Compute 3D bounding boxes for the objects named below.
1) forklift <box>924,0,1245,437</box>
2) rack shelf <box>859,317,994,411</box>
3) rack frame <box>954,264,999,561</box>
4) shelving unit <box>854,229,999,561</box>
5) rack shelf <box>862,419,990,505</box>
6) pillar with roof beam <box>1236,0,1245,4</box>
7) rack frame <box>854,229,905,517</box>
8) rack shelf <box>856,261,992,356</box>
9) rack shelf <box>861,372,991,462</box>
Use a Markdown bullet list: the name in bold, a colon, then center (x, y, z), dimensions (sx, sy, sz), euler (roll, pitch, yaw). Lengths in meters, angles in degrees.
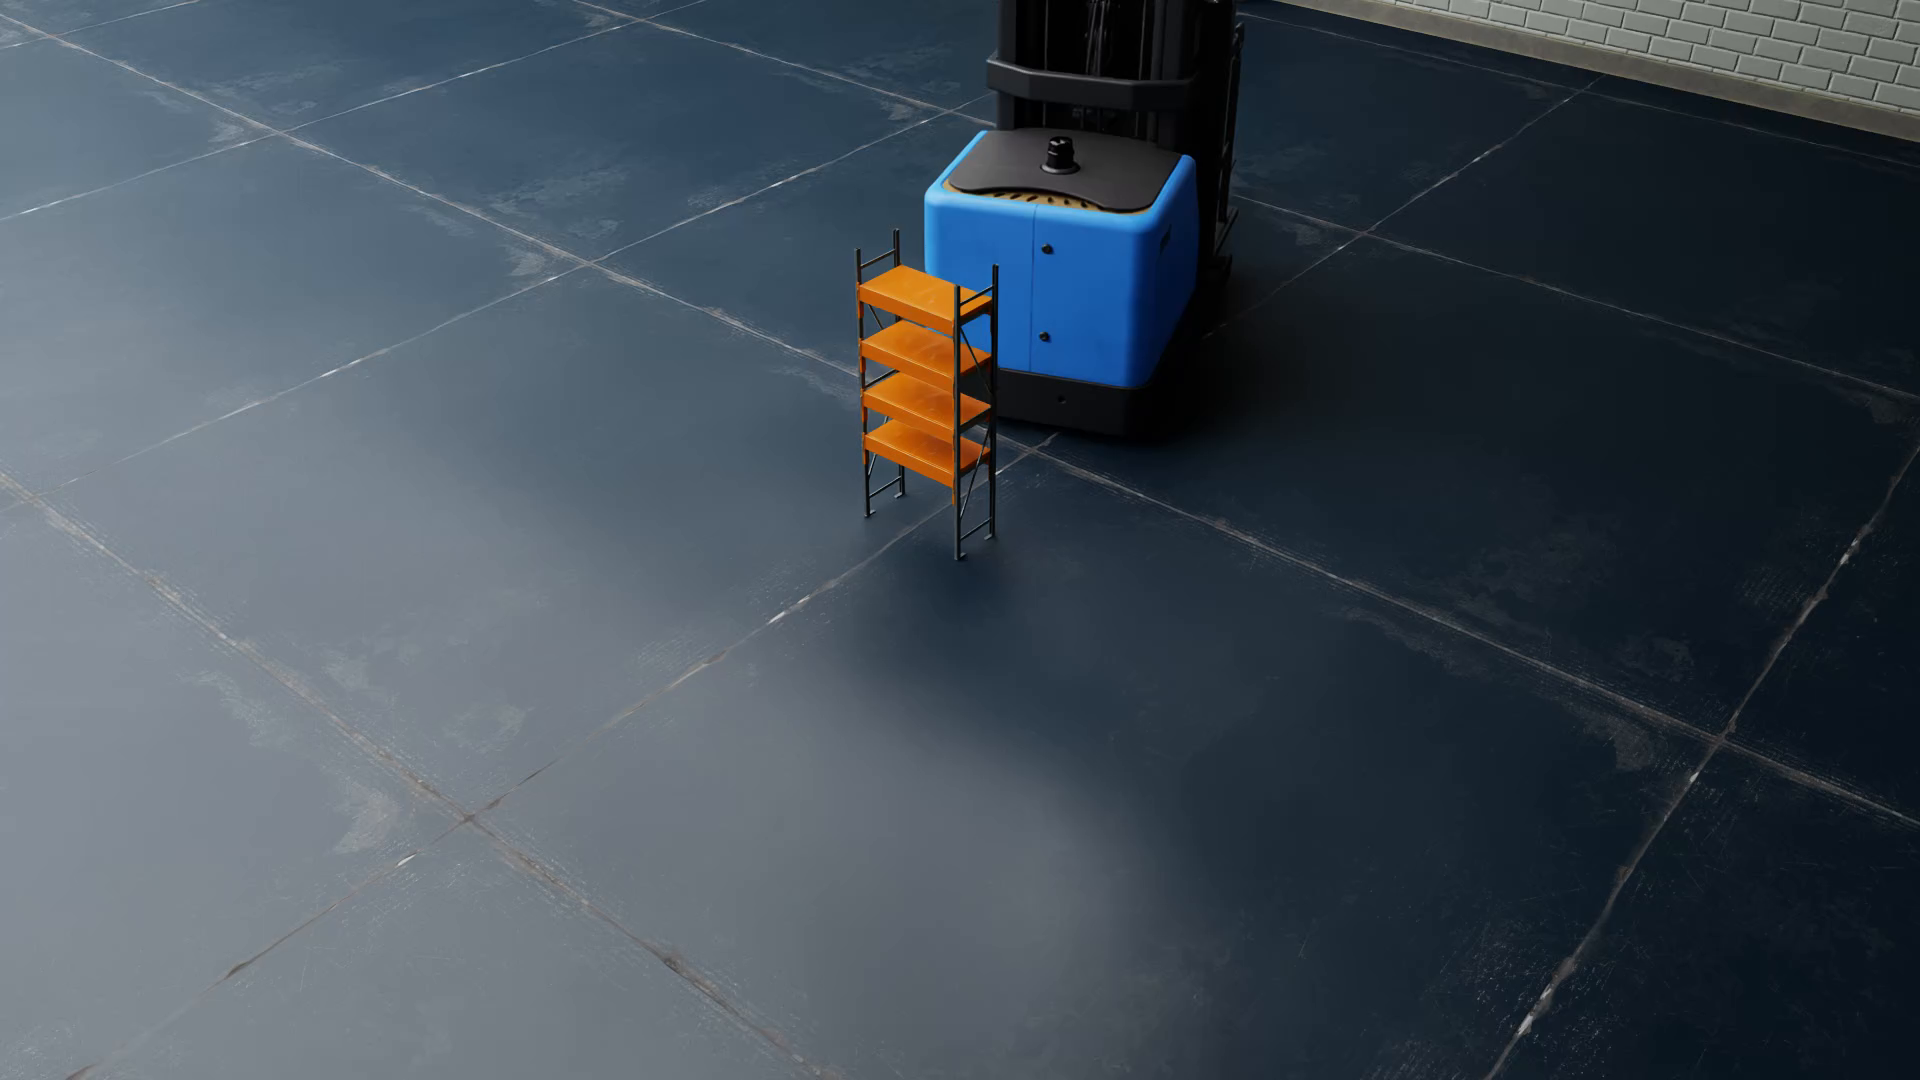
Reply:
- **forklift**: center (0.784, -2.491, 7.788), dimensions (1.130, 2.935, 3.031), euler (11, 36, 15)
- **rack shelf**: center (-0.127, -0.683, 6.409), dimensions (0.480, 0.148, 0.258), euler (25, 42, 32)
- **rack frame**: center (0.060, -0.466, 6.369), dimensions (0.015, 1.200, 0.240), euler (25, 42, 32)
- **shelving unit**: center (-0.127, -0.555, 6.498), dimensions (0.503, 1.200, 0.258), euler (25, 42, 32)
- **rack shelf**: center (-0.127, -0.335, 6.648), dimensions (0.480, 0.148, 0.258), euler (25, 42, 32)
- **pillar with roof beam**: center (-0.699, -6.069, 7.639), dimensions (0.400, 9.000, 9.100), euler (25, 42, 32)
- **rack frame**: center (-0.315, -0.643, 6.626), dimensions (0.015, 1.200, 0.240), euler (25, 42, 32)
- **rack shelf**: center (-0.127, -0.878, 6.275), dimensions (0.480, 0.148, 0.258), euler (25, 42, 32)
- **rack shelf**: center (-0.127, -0.499, 6.536), dimensions (0.480, 0.148, 0.258), euler (25, 42, 32)
